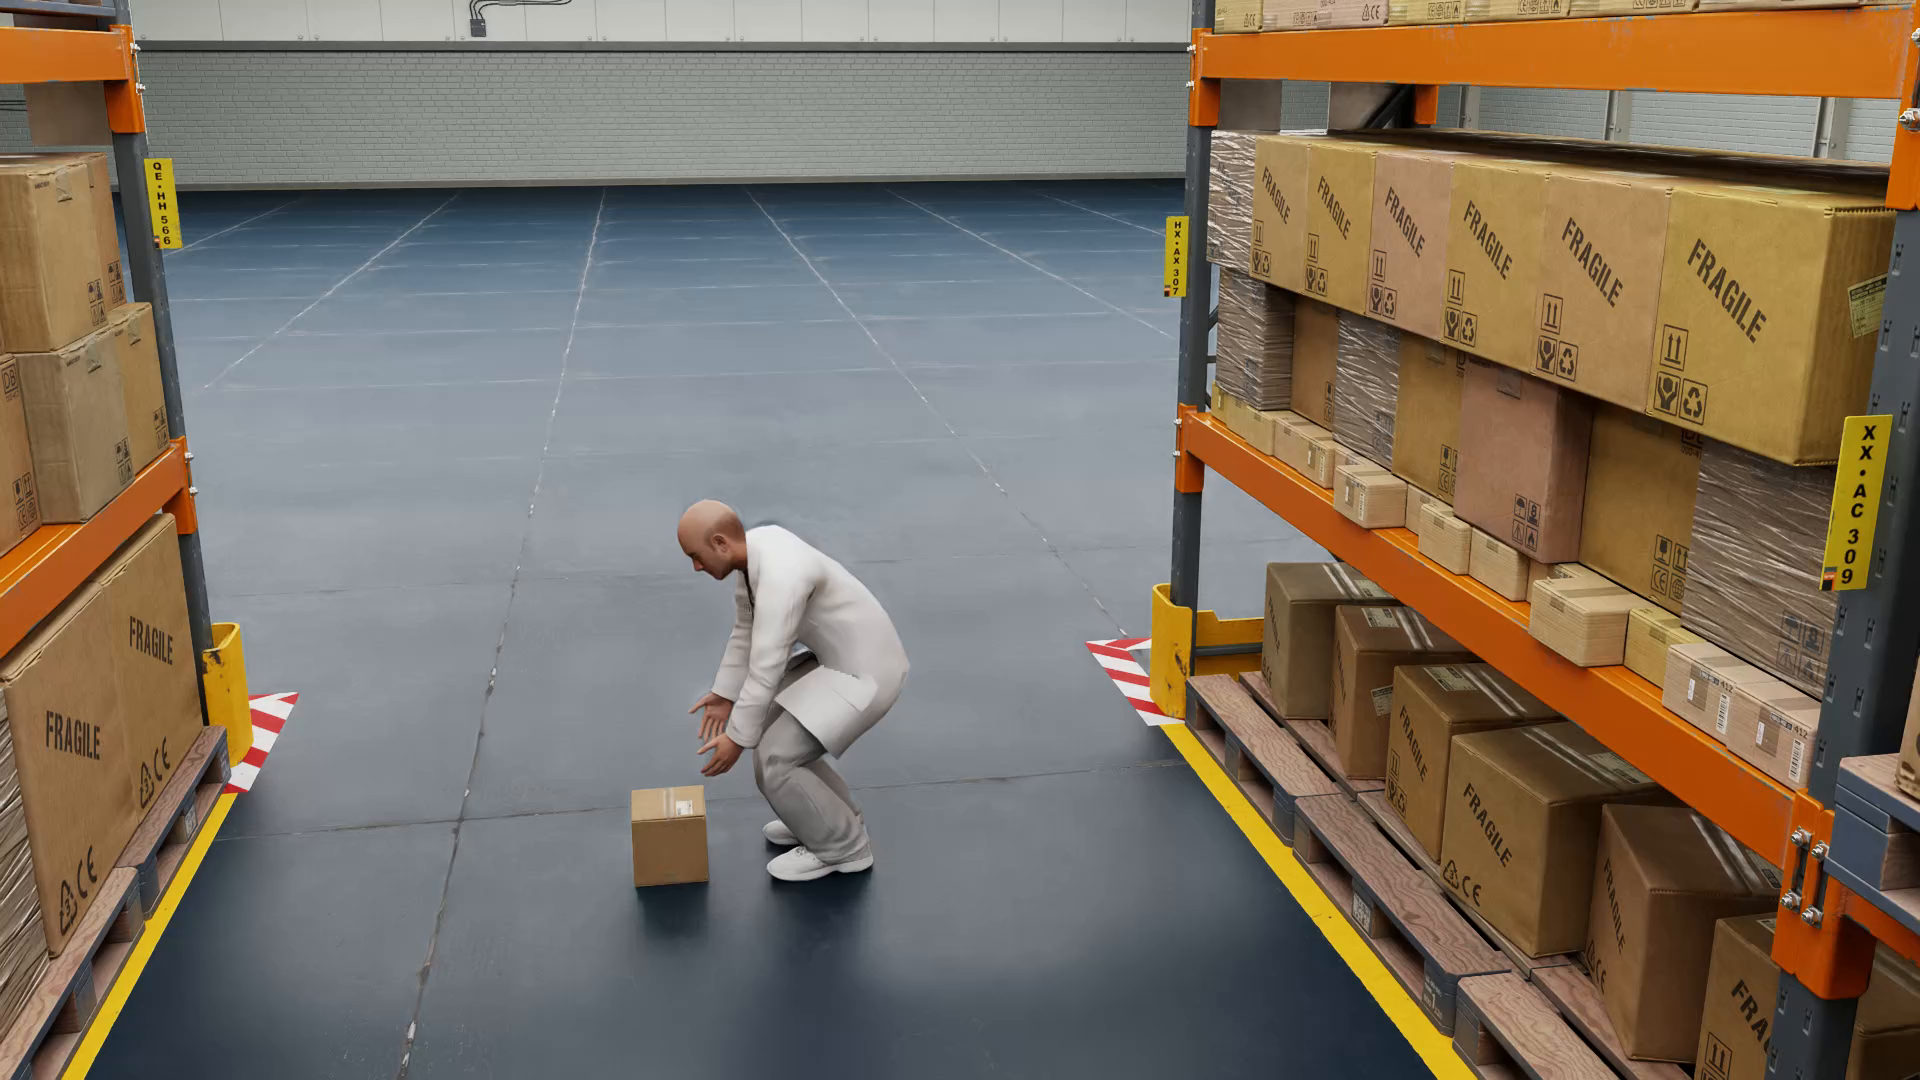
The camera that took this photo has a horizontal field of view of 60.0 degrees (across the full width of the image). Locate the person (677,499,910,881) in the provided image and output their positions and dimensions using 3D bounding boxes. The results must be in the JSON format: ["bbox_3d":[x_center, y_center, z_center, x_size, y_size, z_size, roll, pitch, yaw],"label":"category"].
[{"bbox_3d":[-0.551,0.491,5.668,0.766,1.332,0.634,-3,16,-10],"label":"person"}]
